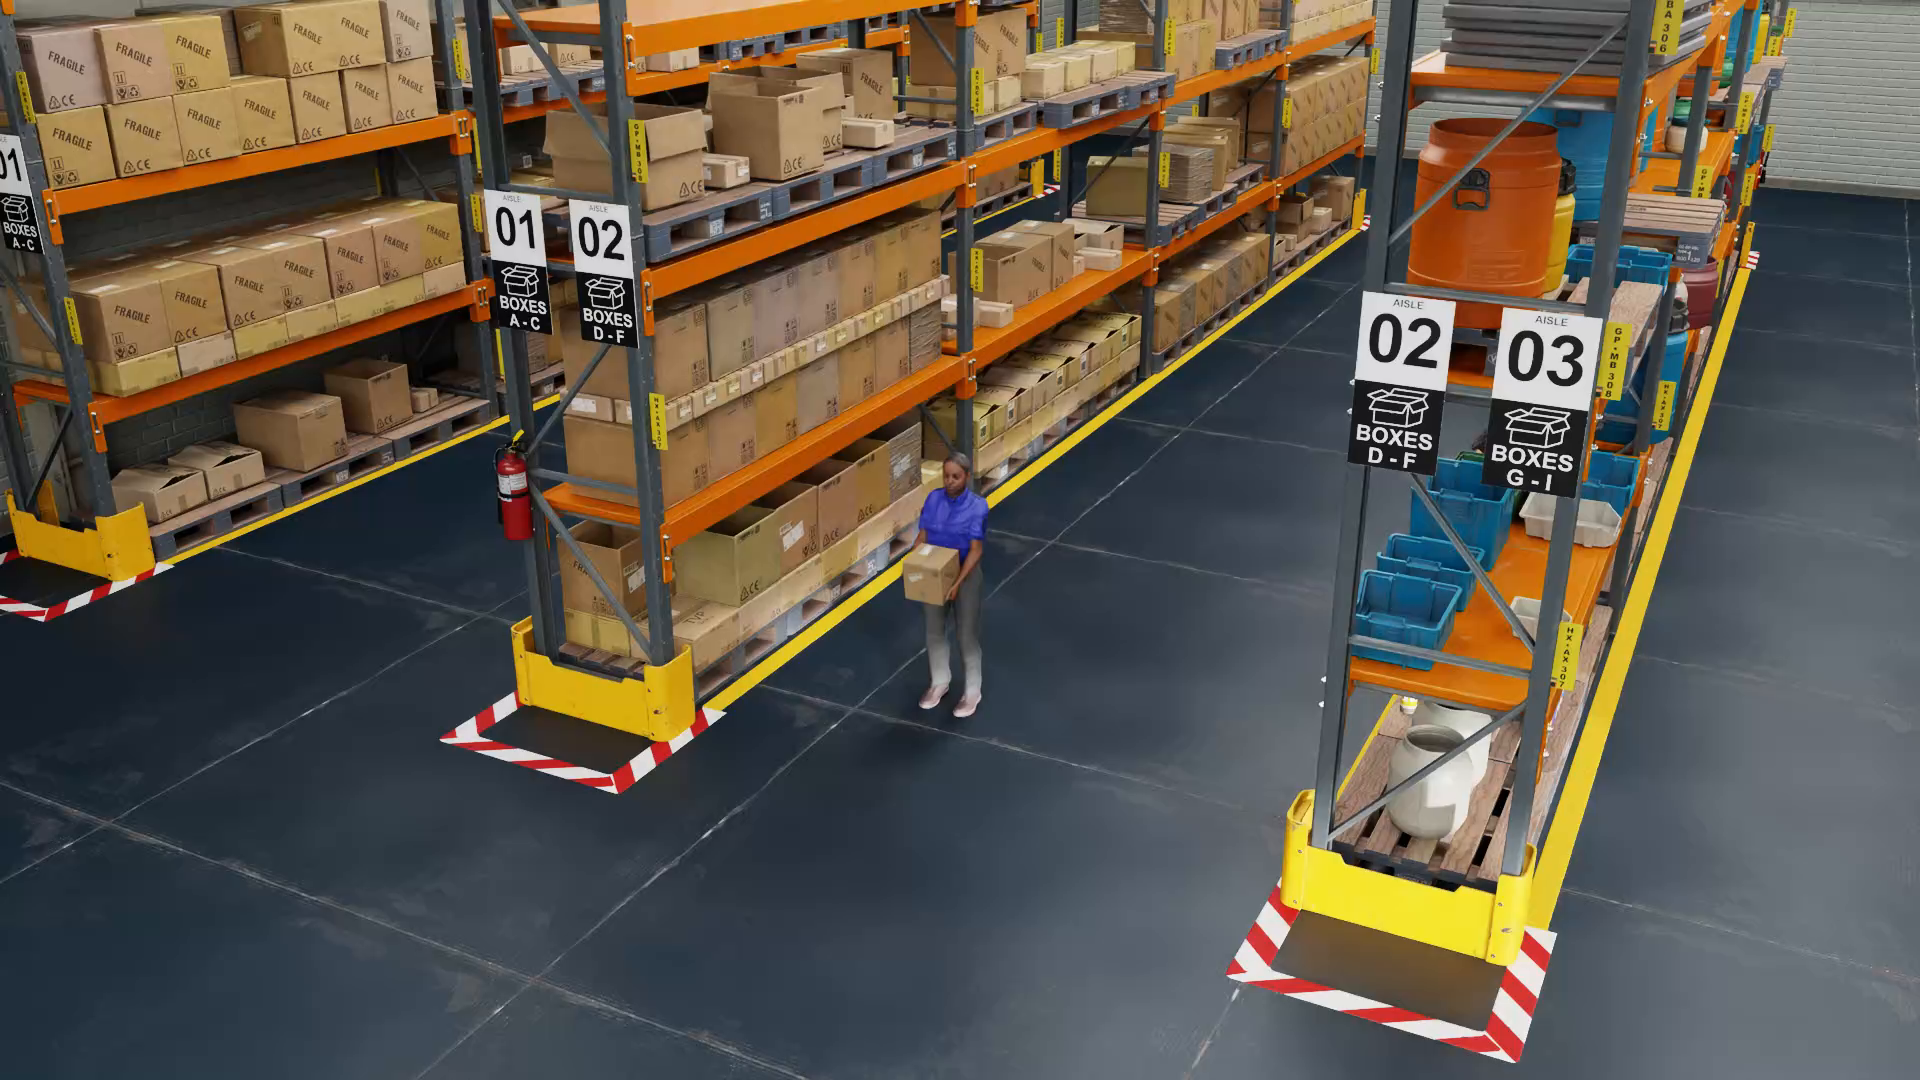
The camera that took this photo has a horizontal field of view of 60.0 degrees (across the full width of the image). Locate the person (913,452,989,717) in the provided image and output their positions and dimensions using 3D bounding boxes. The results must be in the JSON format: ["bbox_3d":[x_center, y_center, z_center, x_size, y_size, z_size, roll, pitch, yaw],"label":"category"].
[{"bbox_3d":[-0.085,0.288,10.063,0.445,1.656,0.497,11,25,24],"label":"person"}]
